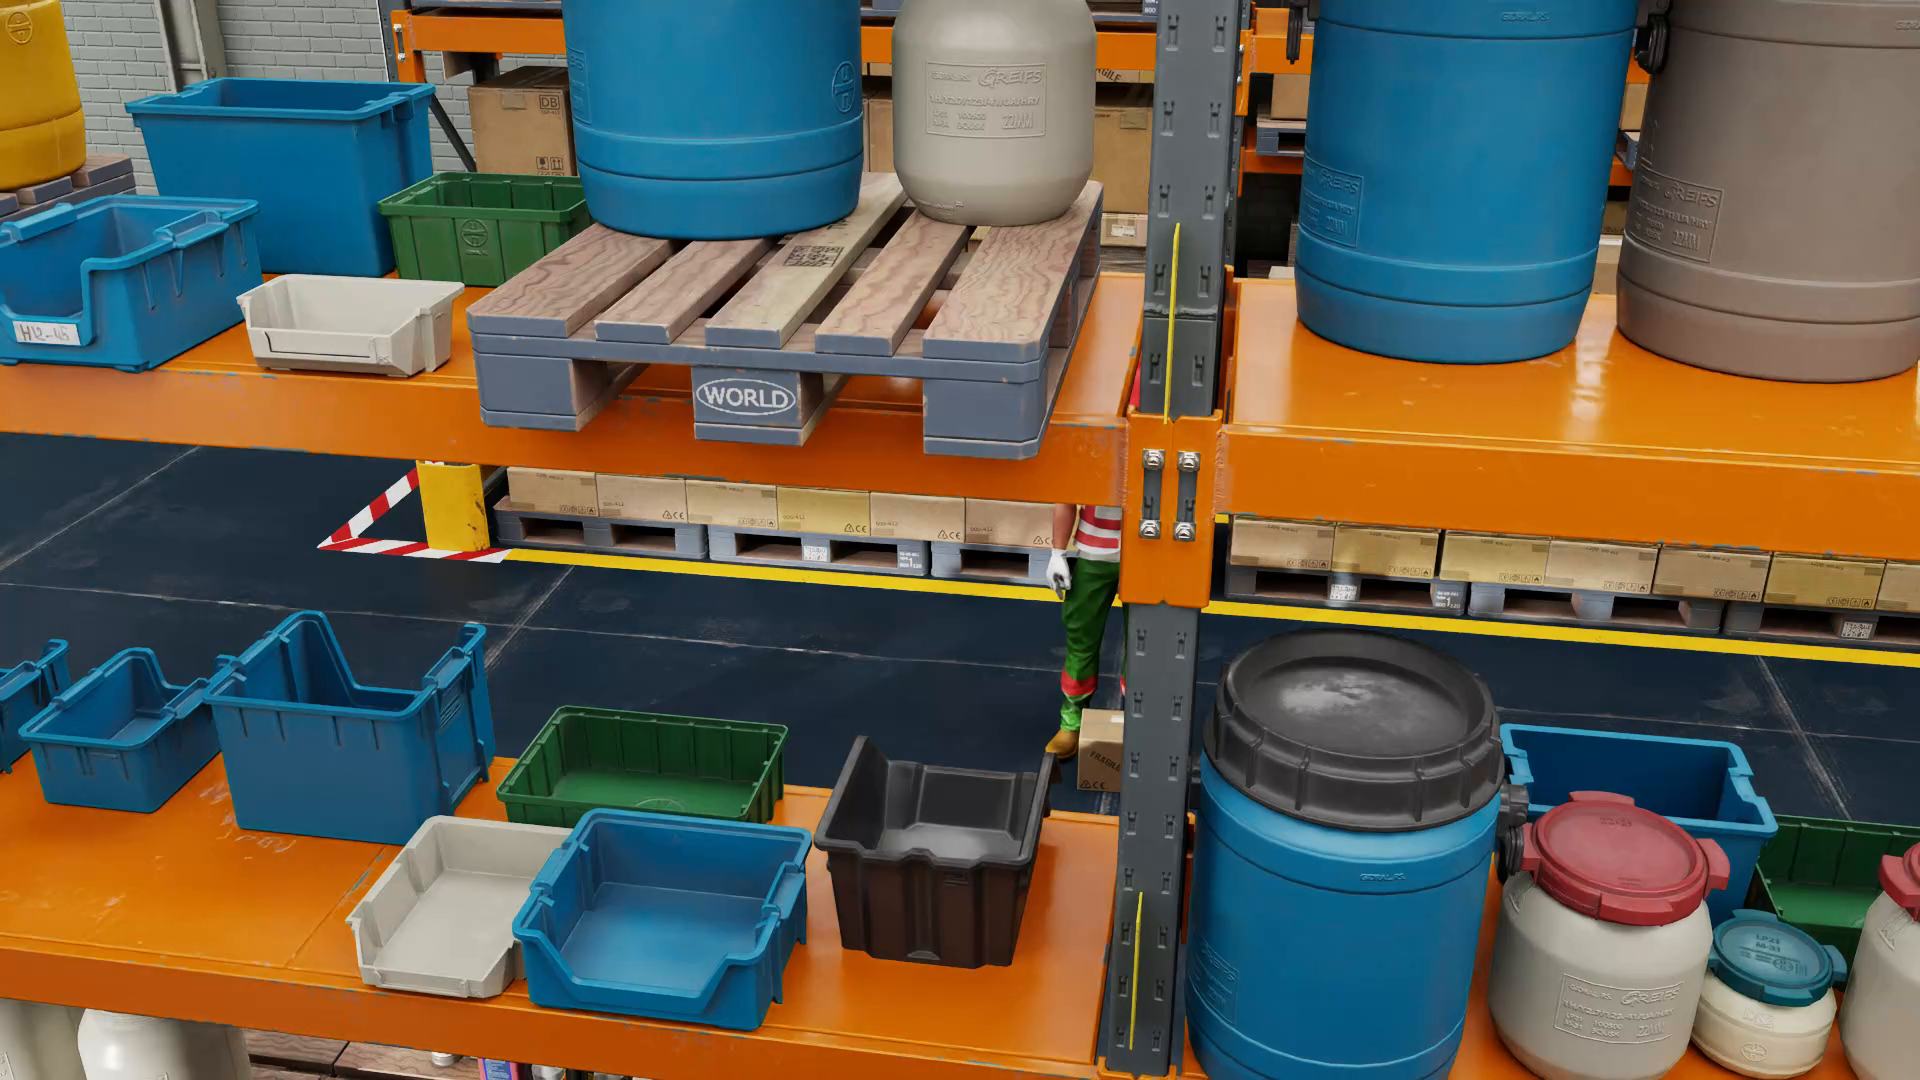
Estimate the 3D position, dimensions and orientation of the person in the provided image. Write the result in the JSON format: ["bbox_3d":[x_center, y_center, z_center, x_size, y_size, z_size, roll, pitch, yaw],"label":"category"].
[{"bbox_3d":[0.670,0.099,6.871,0.621,1.781,0.445,3,25,6],"label":"person"}]
